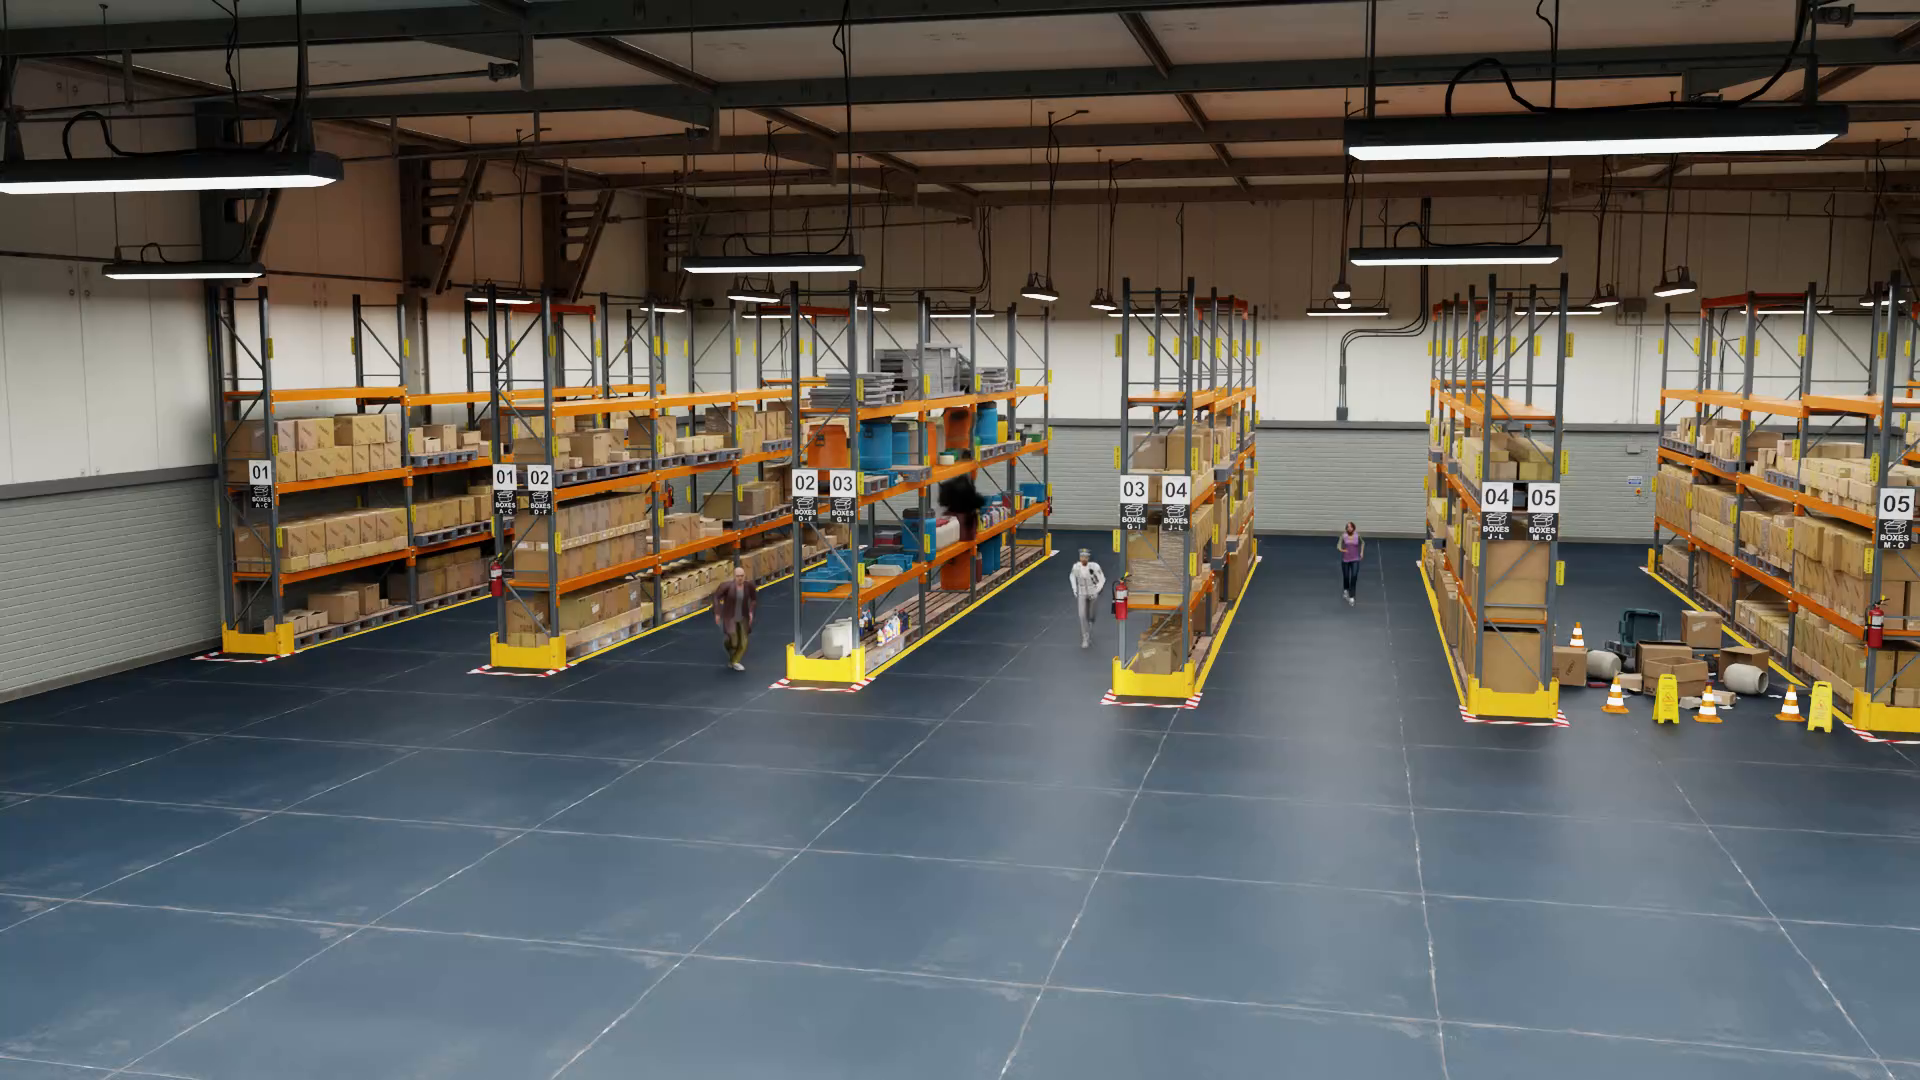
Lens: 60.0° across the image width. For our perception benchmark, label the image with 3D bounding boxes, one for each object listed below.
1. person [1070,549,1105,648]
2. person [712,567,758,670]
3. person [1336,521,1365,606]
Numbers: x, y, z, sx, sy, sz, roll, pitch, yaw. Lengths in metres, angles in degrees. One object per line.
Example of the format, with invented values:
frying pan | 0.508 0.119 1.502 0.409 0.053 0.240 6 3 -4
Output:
person | 2.168 0.952 28.300 0.620 1.684 0.974 1 7 10
person | -3.518 1.211 25.971 0.708 1.638 0.780 -3 7 -21
person | 7.712 0.436 32.866 0.549 1.613 0.862 1 7 13
